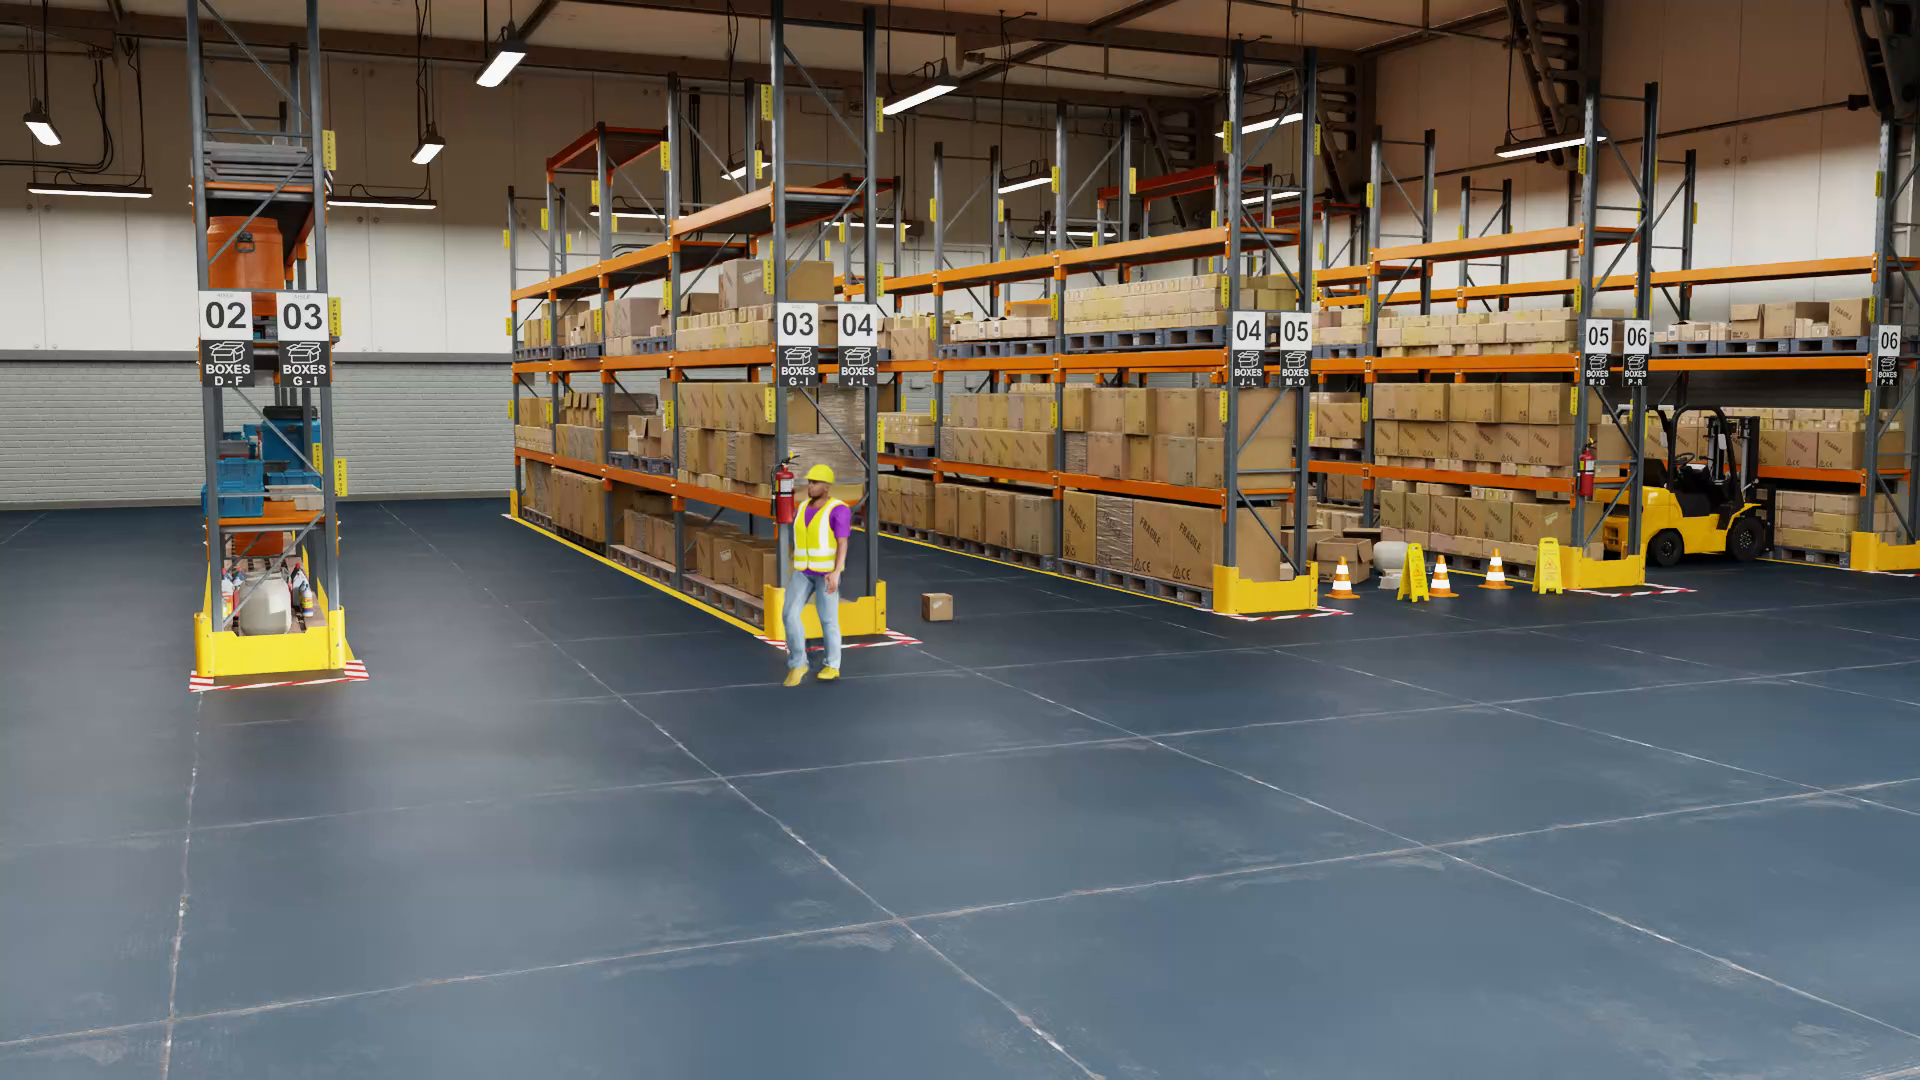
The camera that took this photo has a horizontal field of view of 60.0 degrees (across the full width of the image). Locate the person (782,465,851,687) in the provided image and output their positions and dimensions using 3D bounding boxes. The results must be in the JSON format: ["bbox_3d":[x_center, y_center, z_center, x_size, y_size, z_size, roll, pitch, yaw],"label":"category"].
[{"bbox_3d":[-1.165,0.302,13.510,0.571,1.825,0.514,3,6,29],"label":"person"}]
